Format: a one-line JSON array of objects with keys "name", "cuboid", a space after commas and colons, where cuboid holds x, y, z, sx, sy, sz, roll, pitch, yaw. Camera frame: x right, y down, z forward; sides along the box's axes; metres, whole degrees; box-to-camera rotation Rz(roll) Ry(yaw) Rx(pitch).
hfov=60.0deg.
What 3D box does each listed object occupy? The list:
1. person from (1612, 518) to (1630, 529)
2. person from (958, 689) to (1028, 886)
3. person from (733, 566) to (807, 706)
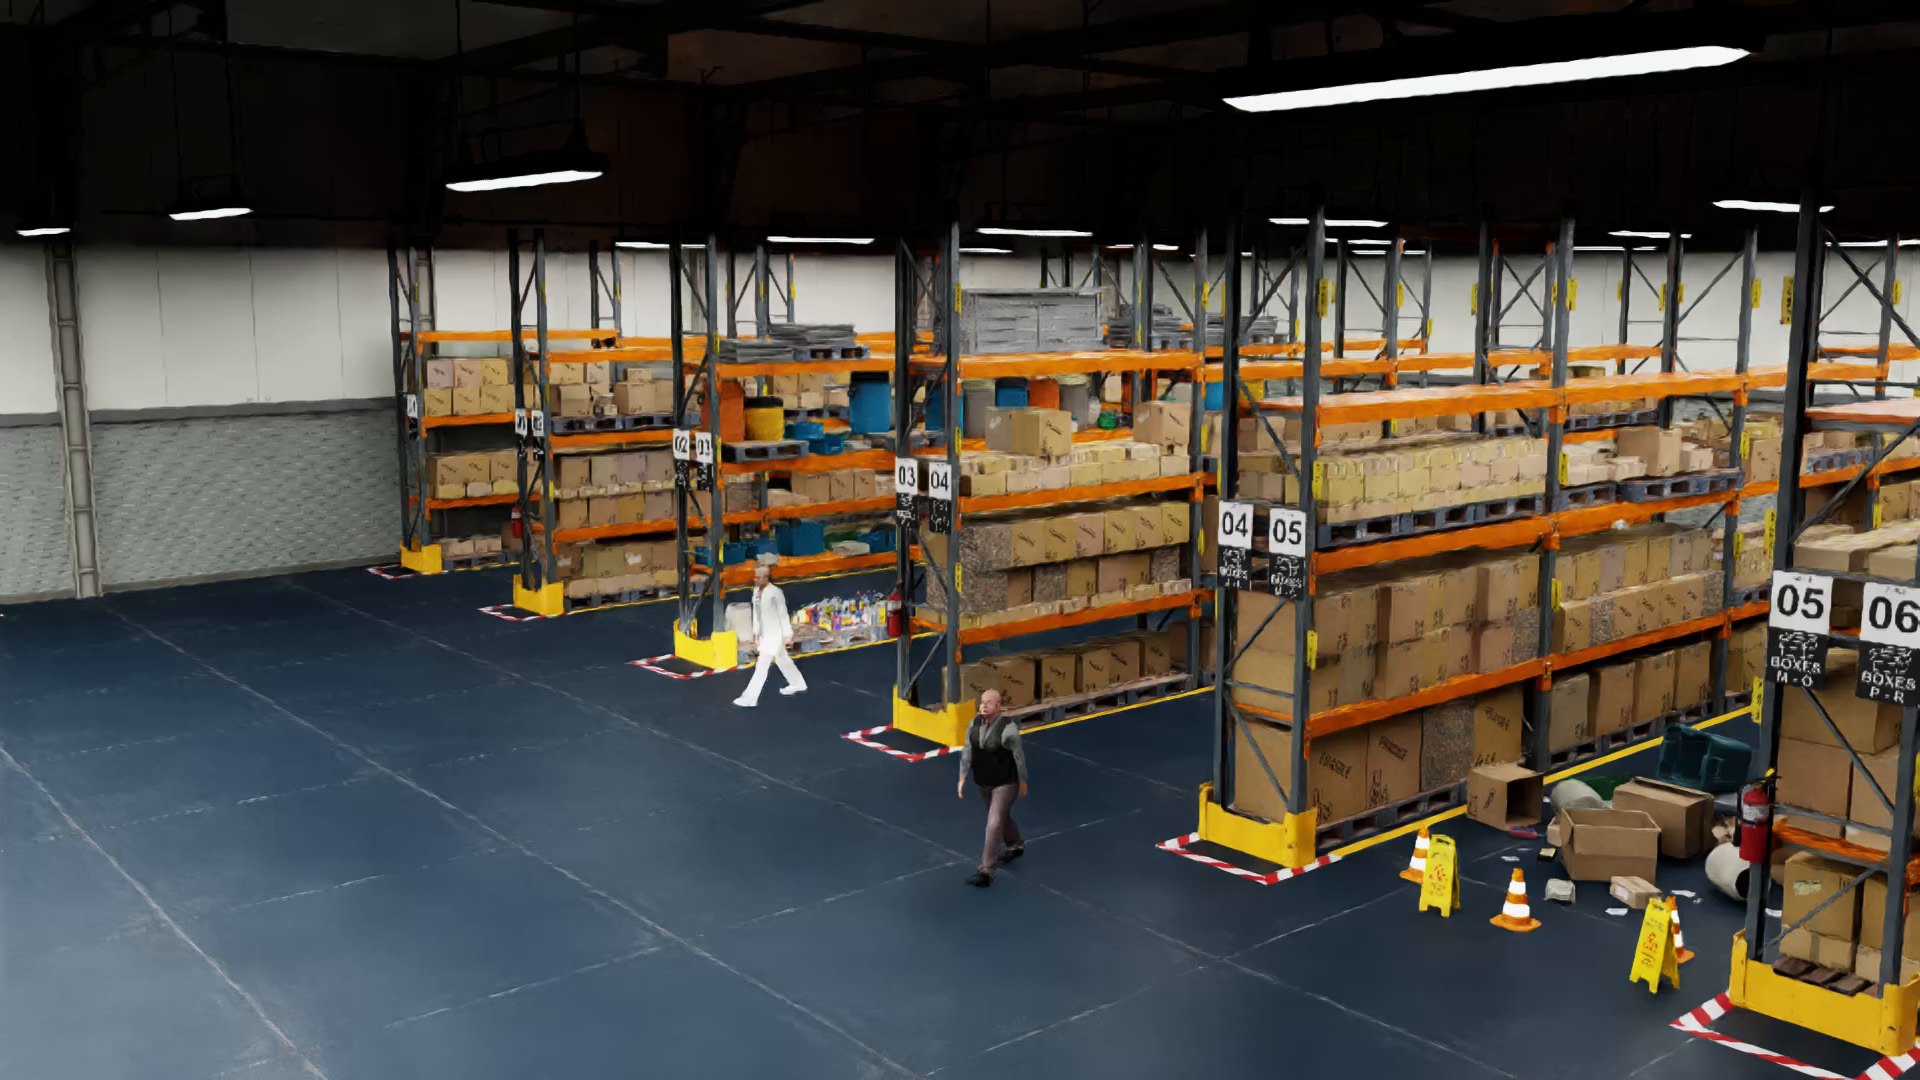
[{"name": "person", "cuboid": [10.368, 0.282, 25.960, 0.443, 1.787, 0.600, 3, 9, 20]}, {"name": "person", "cuboid": [0.276, 2.117, 14.556, 0.538, 1.662, 1.026, 8, 12, 41]}, {"name": "person", "cuboid": [-2.390, 1.155, 20.606, 1.194, 1.698, 0.598, -7, 11, -37]}]
